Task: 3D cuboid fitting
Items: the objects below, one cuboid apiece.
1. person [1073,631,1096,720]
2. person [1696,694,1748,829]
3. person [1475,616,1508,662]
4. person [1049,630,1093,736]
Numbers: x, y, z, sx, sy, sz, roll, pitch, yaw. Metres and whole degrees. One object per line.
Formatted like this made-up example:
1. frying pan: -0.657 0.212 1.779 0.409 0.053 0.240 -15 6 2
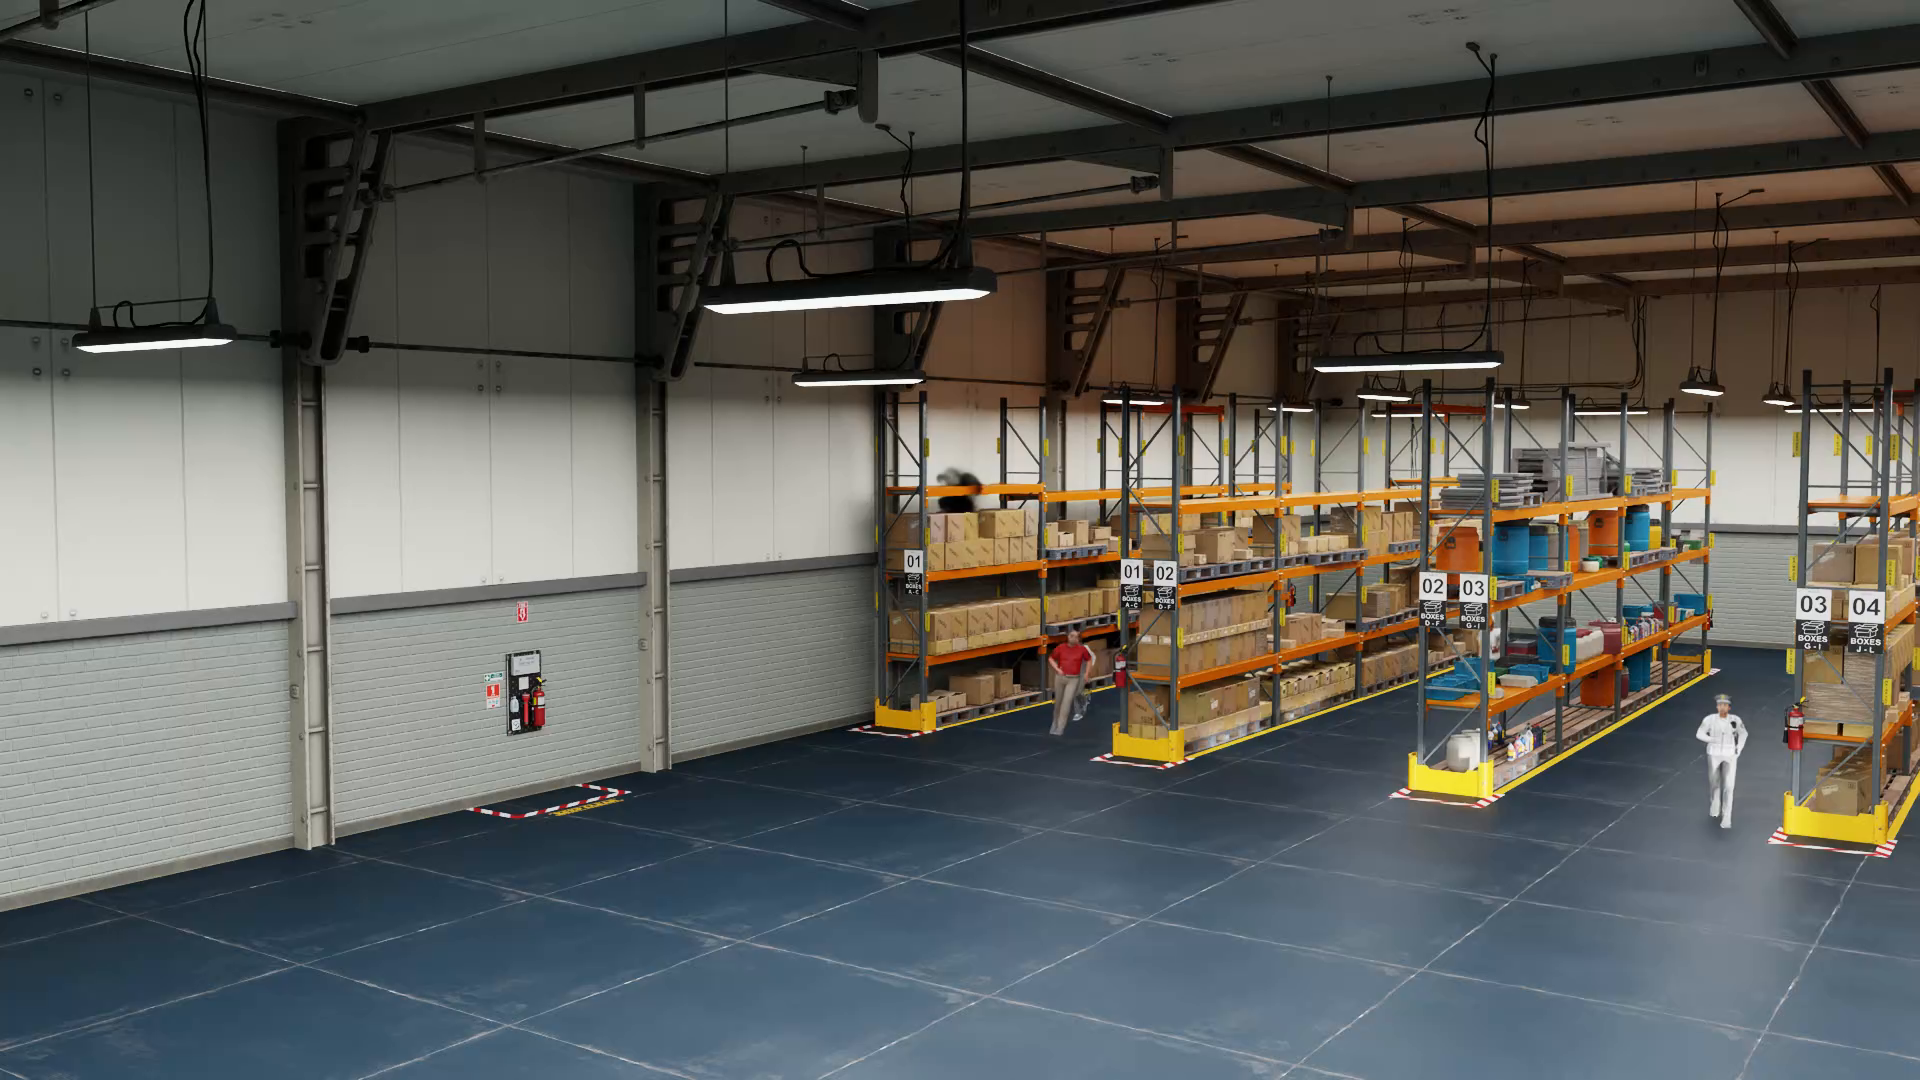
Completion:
1. person: 2.039 2.348 28.735 0.550 1.562 0.546 2 4 30
2. person: 10.155 2.917 22.190 0.616 1.732 0.785 2 4 27
3. person: 10.337 2.334 32.383 0.689 1.767 0.852 2 4 38
4. person: 1.812 2.369 27.394 0.721 1.786 0.866 0 3 8
